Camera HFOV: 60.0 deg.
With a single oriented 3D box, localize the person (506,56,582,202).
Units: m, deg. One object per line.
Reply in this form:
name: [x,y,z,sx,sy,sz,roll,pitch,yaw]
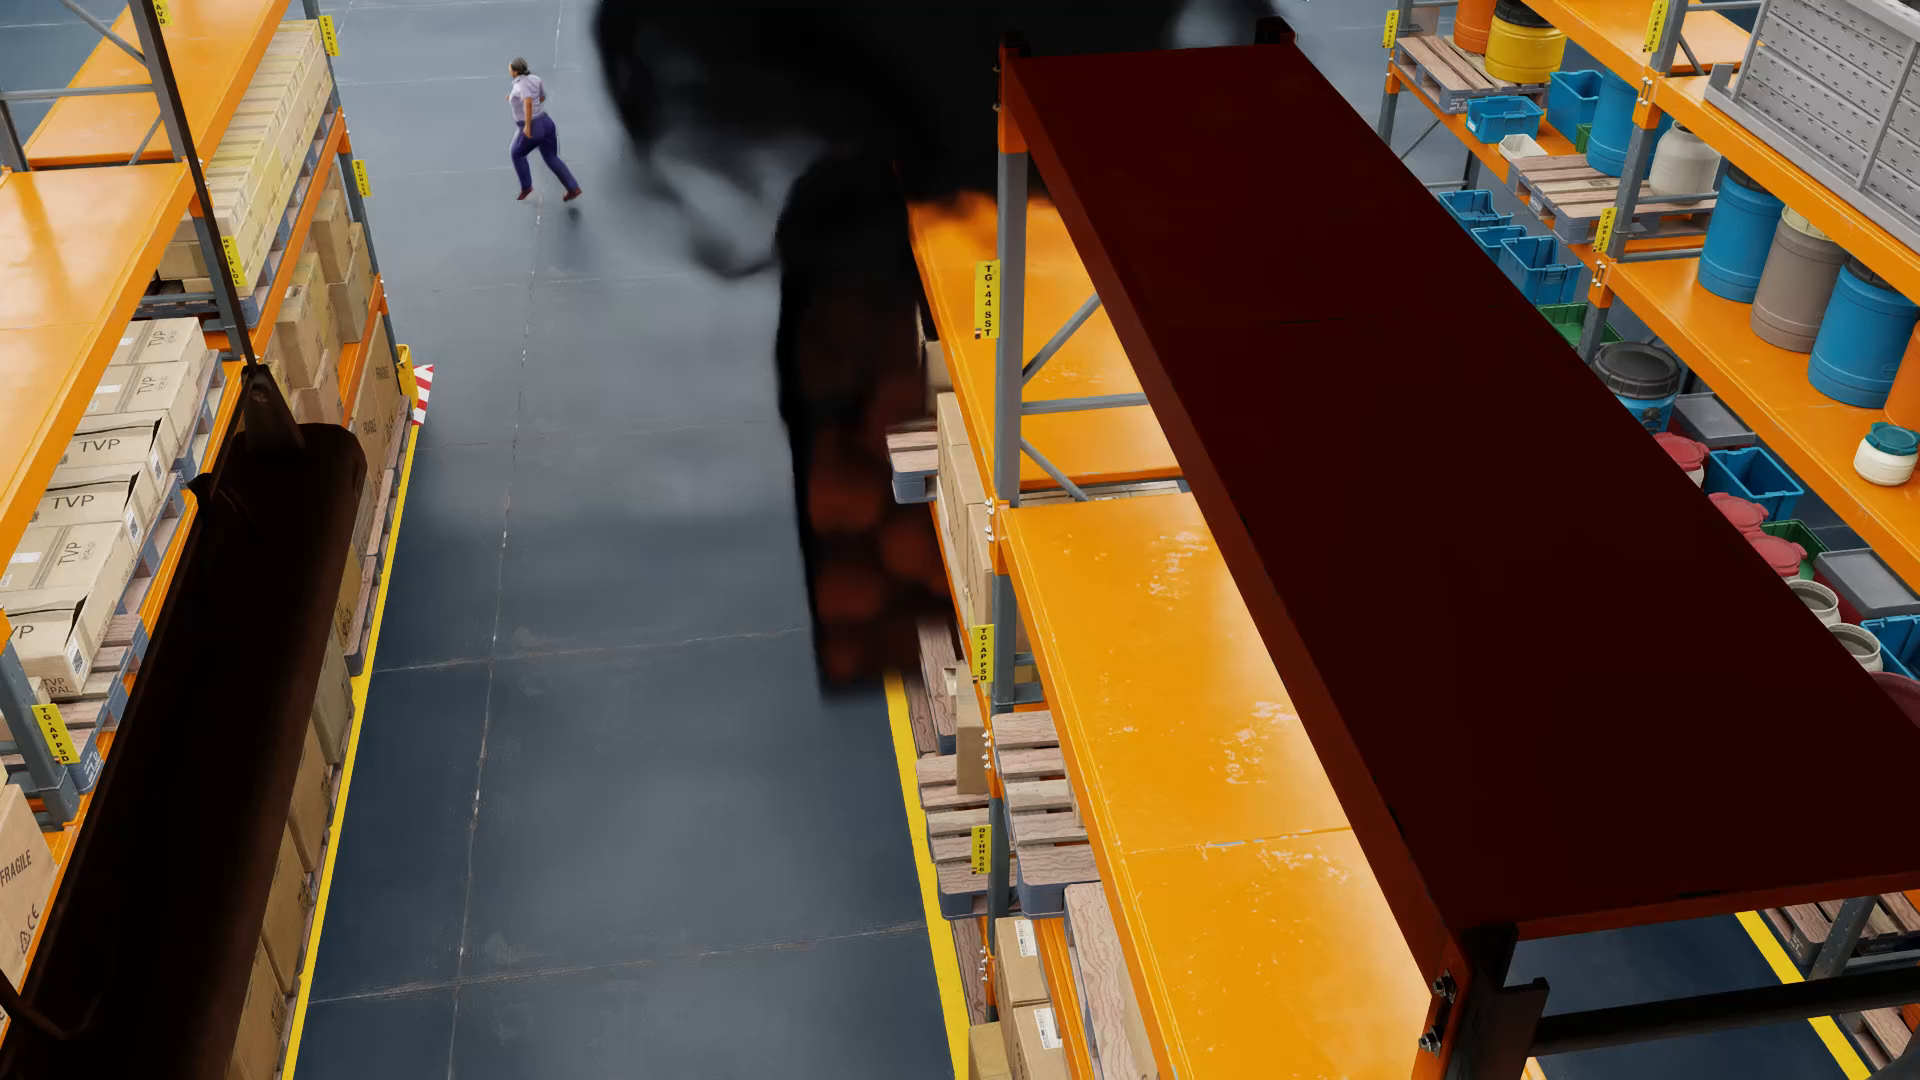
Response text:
person: [-4.580,-4.407,18.102,0.869,1.682,0.627,15,39,19]
